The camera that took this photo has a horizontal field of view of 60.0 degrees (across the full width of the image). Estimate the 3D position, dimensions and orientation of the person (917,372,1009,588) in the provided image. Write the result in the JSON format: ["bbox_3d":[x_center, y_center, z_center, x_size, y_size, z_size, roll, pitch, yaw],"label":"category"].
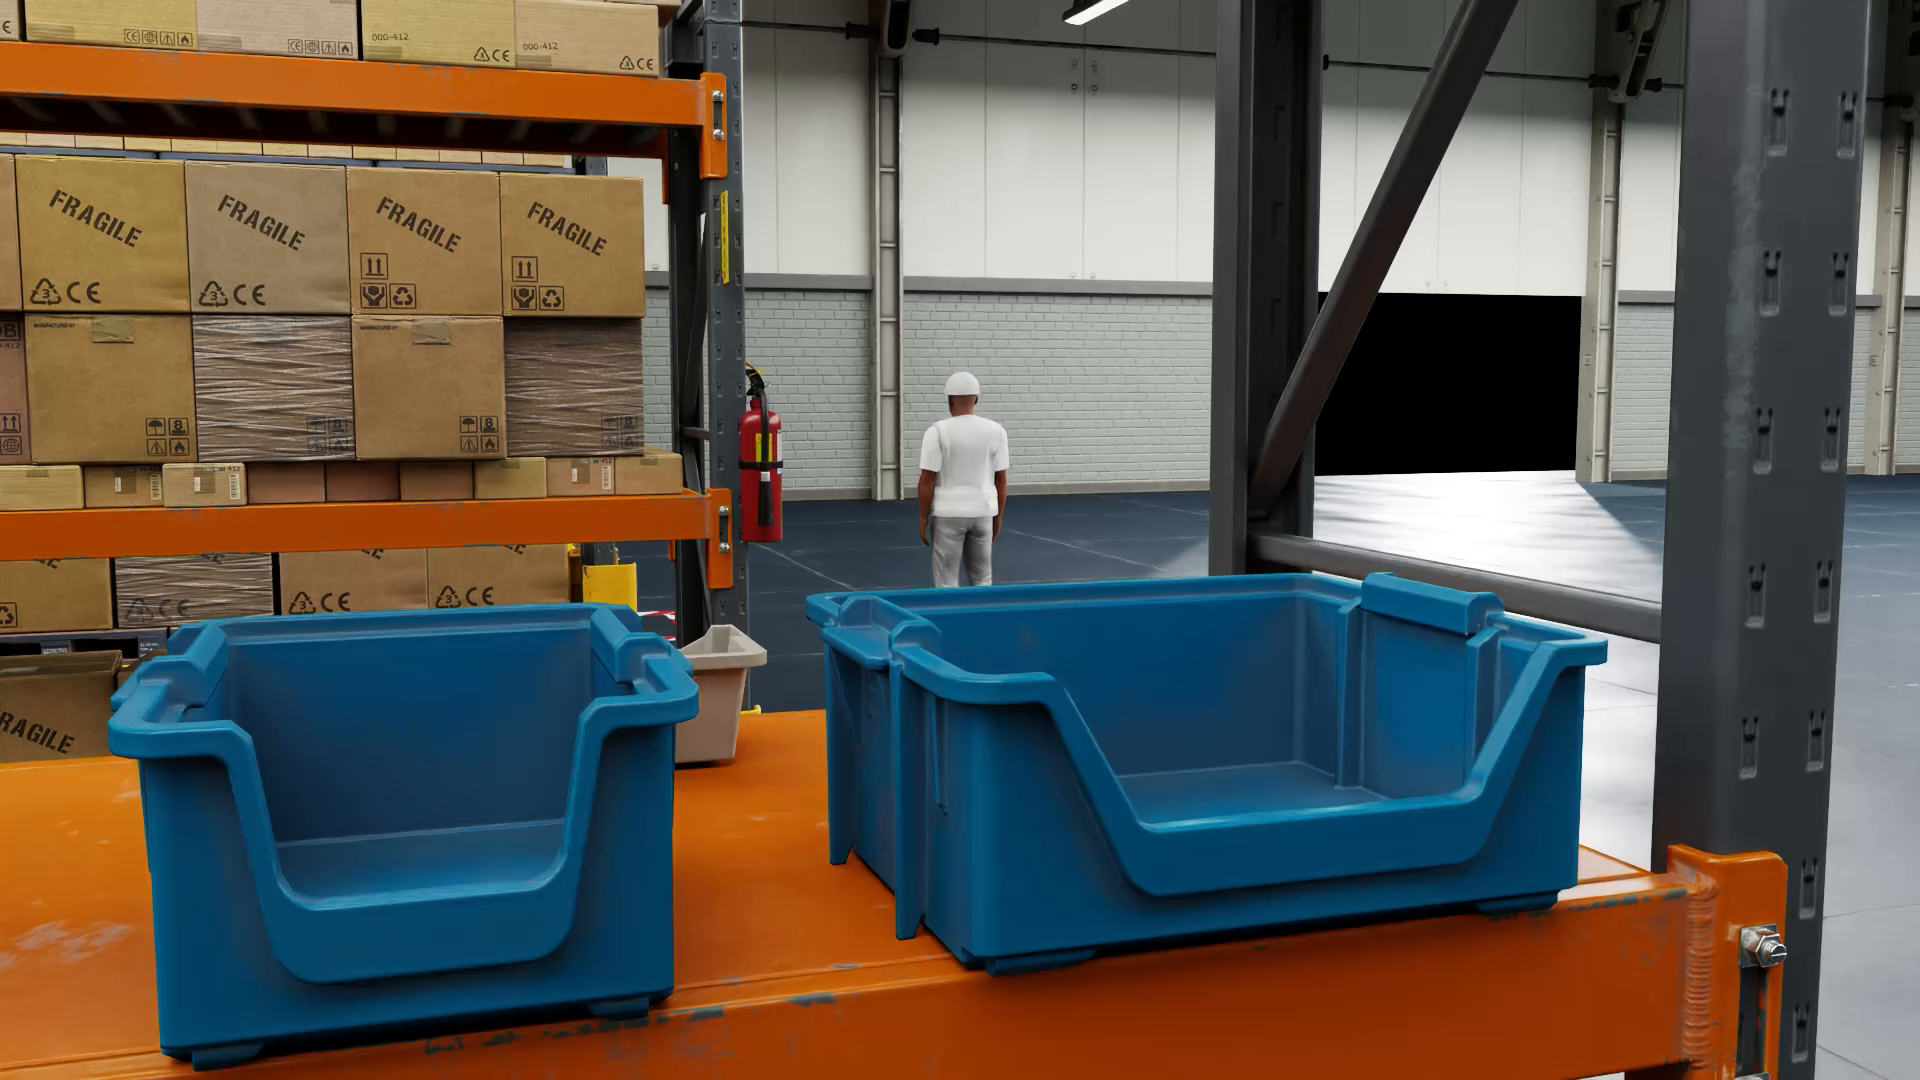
[{"bbox_3d":[0.007,-0.122,10.121,0.562,1.794,0.372,-2,6,-17],"label":"person"}]
